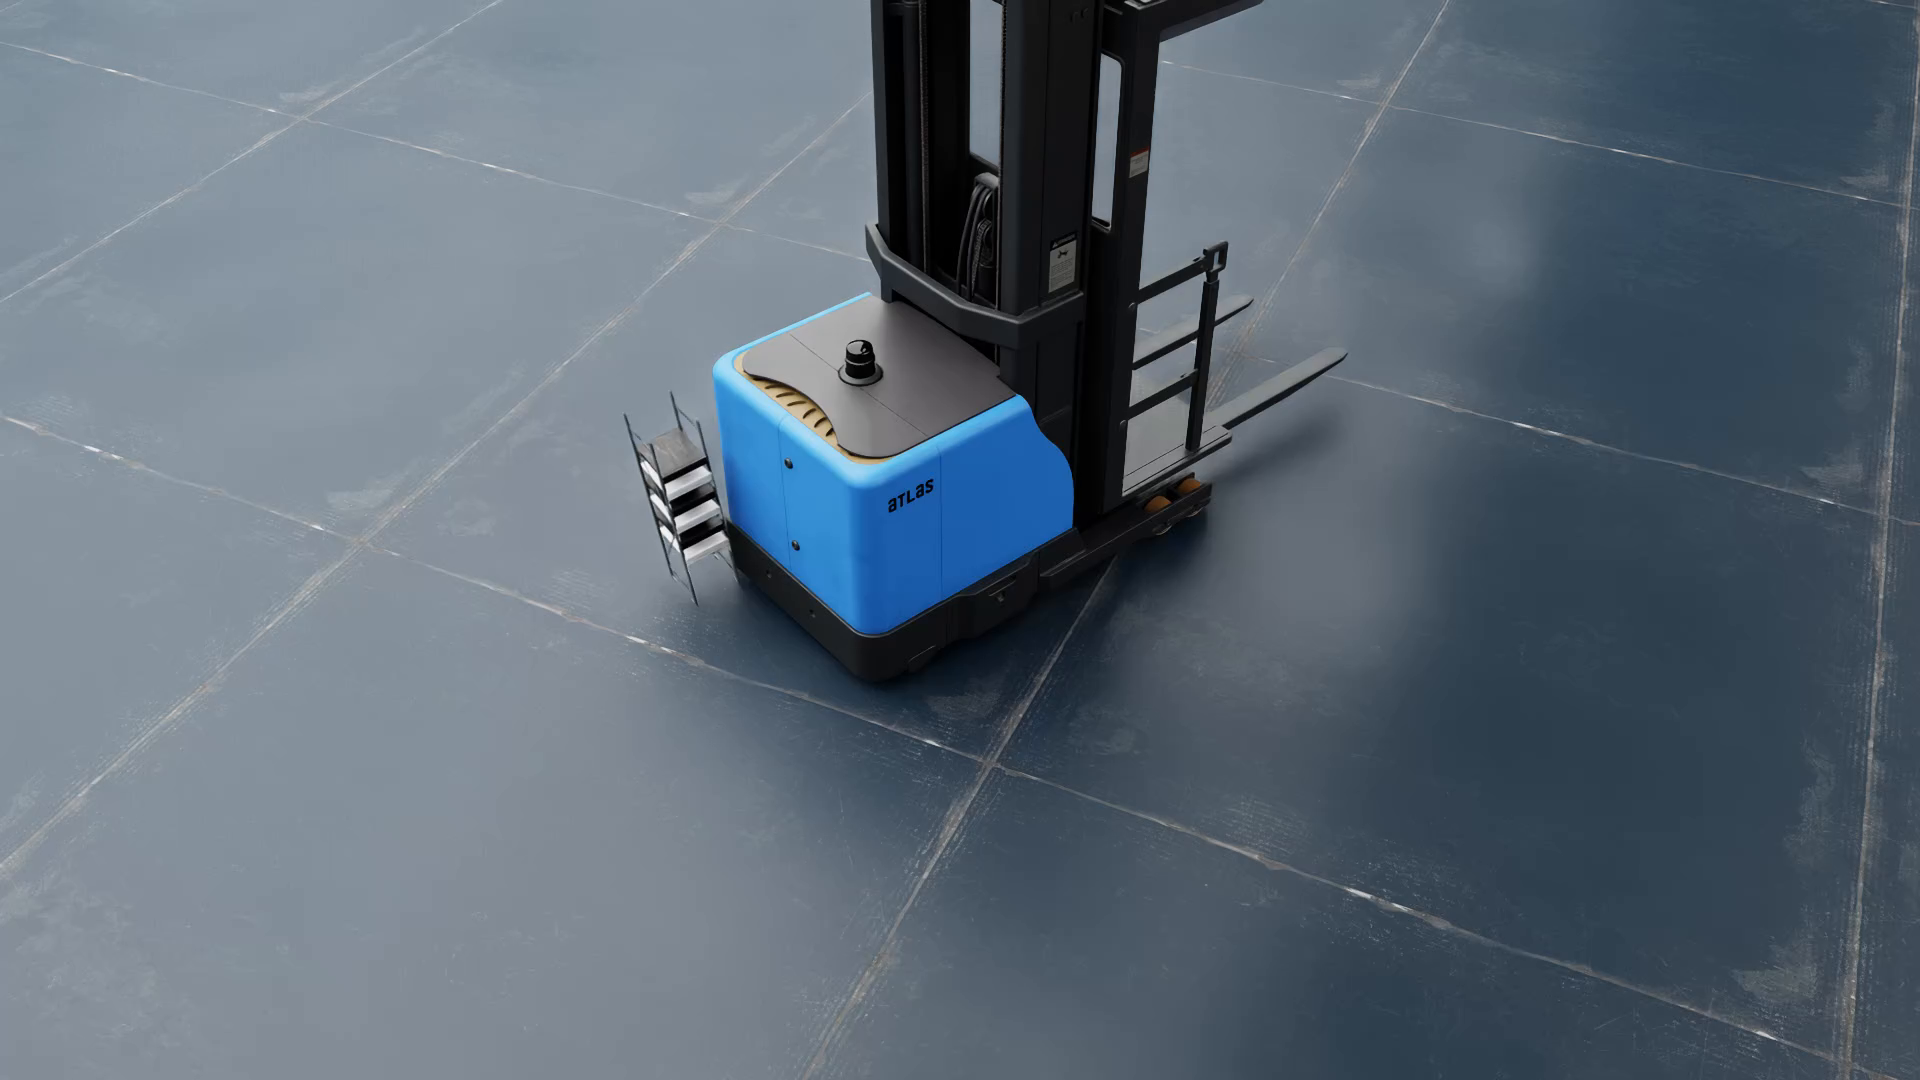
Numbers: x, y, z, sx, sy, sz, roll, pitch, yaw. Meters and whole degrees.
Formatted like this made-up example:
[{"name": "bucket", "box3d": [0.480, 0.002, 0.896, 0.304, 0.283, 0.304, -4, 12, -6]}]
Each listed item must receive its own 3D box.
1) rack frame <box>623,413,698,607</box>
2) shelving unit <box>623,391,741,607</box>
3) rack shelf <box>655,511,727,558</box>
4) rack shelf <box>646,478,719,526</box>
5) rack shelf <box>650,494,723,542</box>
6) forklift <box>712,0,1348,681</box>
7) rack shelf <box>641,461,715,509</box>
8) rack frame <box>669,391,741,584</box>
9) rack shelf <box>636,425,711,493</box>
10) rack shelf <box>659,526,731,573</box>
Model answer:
[{"name": "rack frame", "box3d": [-1.199, -0.108, 6.691, 0.006, 0.900, 0.240, -29, 48, -21]}, {"name": "shelving unit", "box3d": [-1.116, -0.154, 6.727, 0.210, 0.900, 0.258, -29, 48, -21]}, {"name": "rack shelf", "box3d": [-1.106, -0.066, 6.813, 0.200, 0.077, 0.258, -29, 48, -21]}, {"name": "rack shelf", "box3d": [-1.121, -0.195, 6.688, 0.200, 0.077, 0.258, -29, 48, -21]}, {"name": "rack shelf", "box3d": [-1.113, -0.130, 6.751, 0.200, 0.077, 0.258, -29, 48, -21]}, {"name": "forklift", "box3d": [0.482, -1.371, 6.593, 3.031, 2.935, 1.130, -29, 48, -29]}, {"name": "rack shelf", "box3d": [-1.129, -0.259, 6.625, 0.200, 0.077, 0.258, -29, 48, -21]}, {"name": "rack frame", "box3d": [-1.033, -0.200, 6.764, 0.006, 0.900, 0.240, -29, 48, -21]}, {"name": "rack shelf", "box3d": [-1.136, -0.323, 6.563, 0.200, 0.077, 0.258, -29, 48, -21]}, {"name": "rack shelf", "box3d": [-1.098, -0.002, 6.876, 0.200, 0.077, 0.258, -29, 48, -21]}]
